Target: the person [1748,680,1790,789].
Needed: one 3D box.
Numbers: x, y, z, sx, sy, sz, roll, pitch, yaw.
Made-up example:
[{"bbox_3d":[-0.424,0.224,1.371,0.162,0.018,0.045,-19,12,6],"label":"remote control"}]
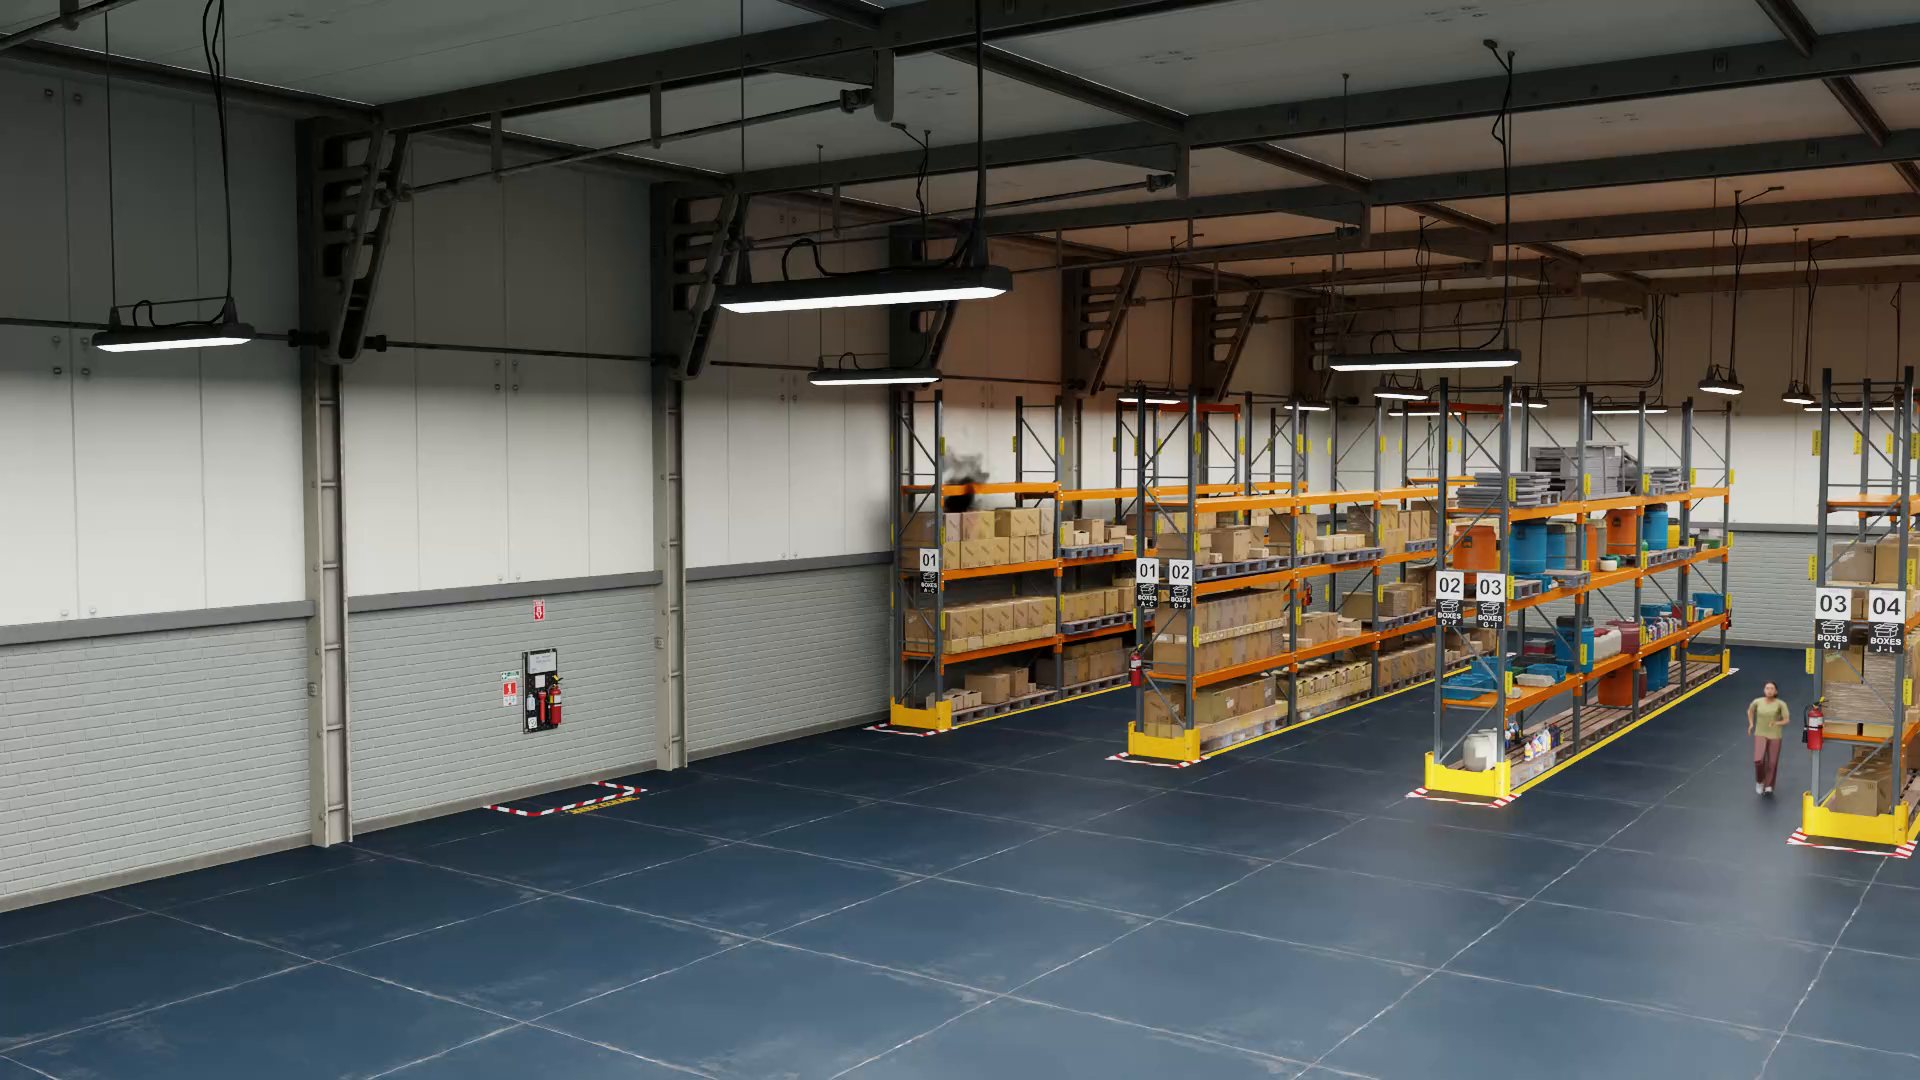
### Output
[{"bbox_3d":[11.536,2.795,23.744,0.560,1.576,0.623,2,4,29],"label":"person"}]
